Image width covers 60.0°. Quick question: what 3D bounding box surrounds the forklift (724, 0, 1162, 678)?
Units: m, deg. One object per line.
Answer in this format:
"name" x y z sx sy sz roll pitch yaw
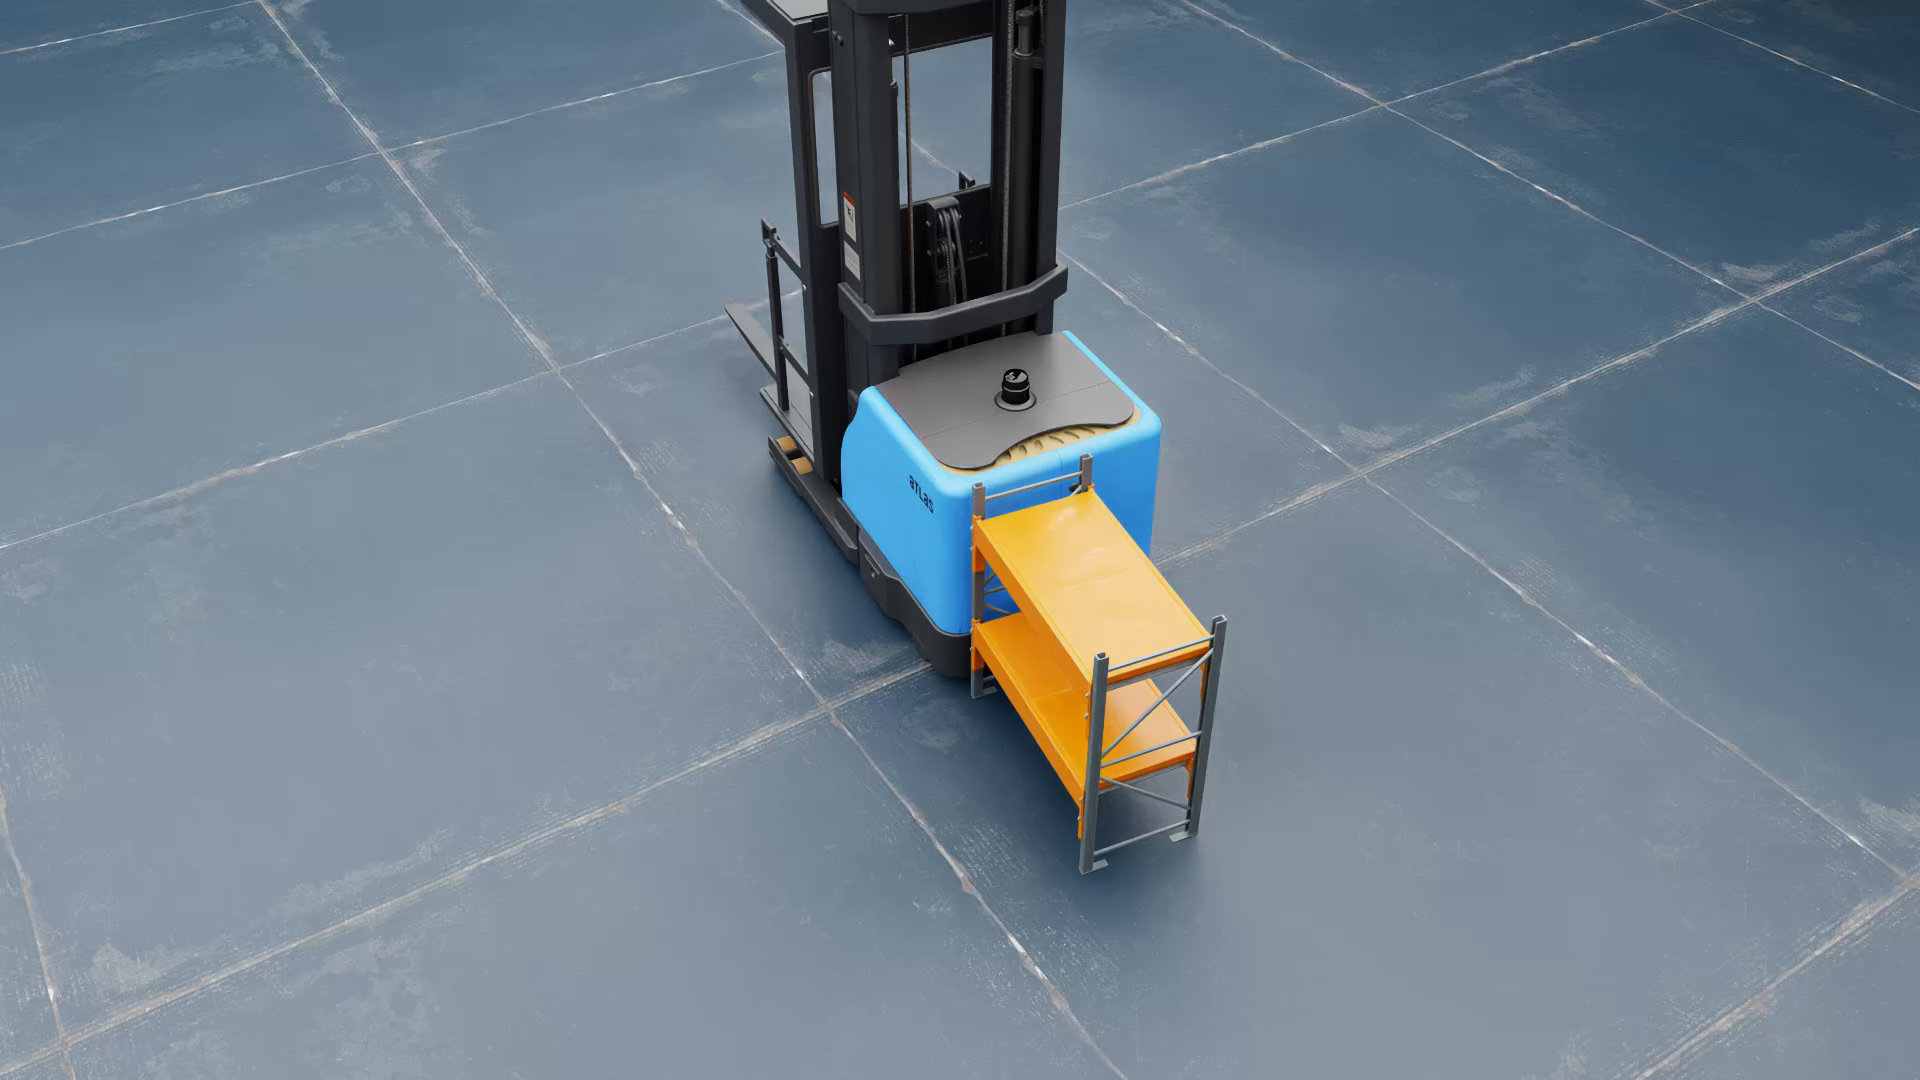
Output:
"forklift" -0.287 -1.482 7.299 1.130 2.935 3.031 -18 43 -21

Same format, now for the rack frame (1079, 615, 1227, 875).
"rack frame" 0.686 0.762 6.017 0.500 1.125 0.032 -16 42 -18

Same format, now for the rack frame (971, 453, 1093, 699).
"rack frame" 0.280 0.165 6.733 0.500 1.125 0.032 -16 42 -18

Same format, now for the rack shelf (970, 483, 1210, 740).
"rack shelf" 0.483 0.239 6.188 0.538 0.278 1.000 -16 42 -18

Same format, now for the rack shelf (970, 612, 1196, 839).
"rack shelf" 0.483 0.652 6.532 0.538 0.278 1.000 -16 42 -18

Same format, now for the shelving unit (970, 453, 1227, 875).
"shelving unit" 0.483 0.464 6.375 0.538 1.125 1.048 -16 42 -18
